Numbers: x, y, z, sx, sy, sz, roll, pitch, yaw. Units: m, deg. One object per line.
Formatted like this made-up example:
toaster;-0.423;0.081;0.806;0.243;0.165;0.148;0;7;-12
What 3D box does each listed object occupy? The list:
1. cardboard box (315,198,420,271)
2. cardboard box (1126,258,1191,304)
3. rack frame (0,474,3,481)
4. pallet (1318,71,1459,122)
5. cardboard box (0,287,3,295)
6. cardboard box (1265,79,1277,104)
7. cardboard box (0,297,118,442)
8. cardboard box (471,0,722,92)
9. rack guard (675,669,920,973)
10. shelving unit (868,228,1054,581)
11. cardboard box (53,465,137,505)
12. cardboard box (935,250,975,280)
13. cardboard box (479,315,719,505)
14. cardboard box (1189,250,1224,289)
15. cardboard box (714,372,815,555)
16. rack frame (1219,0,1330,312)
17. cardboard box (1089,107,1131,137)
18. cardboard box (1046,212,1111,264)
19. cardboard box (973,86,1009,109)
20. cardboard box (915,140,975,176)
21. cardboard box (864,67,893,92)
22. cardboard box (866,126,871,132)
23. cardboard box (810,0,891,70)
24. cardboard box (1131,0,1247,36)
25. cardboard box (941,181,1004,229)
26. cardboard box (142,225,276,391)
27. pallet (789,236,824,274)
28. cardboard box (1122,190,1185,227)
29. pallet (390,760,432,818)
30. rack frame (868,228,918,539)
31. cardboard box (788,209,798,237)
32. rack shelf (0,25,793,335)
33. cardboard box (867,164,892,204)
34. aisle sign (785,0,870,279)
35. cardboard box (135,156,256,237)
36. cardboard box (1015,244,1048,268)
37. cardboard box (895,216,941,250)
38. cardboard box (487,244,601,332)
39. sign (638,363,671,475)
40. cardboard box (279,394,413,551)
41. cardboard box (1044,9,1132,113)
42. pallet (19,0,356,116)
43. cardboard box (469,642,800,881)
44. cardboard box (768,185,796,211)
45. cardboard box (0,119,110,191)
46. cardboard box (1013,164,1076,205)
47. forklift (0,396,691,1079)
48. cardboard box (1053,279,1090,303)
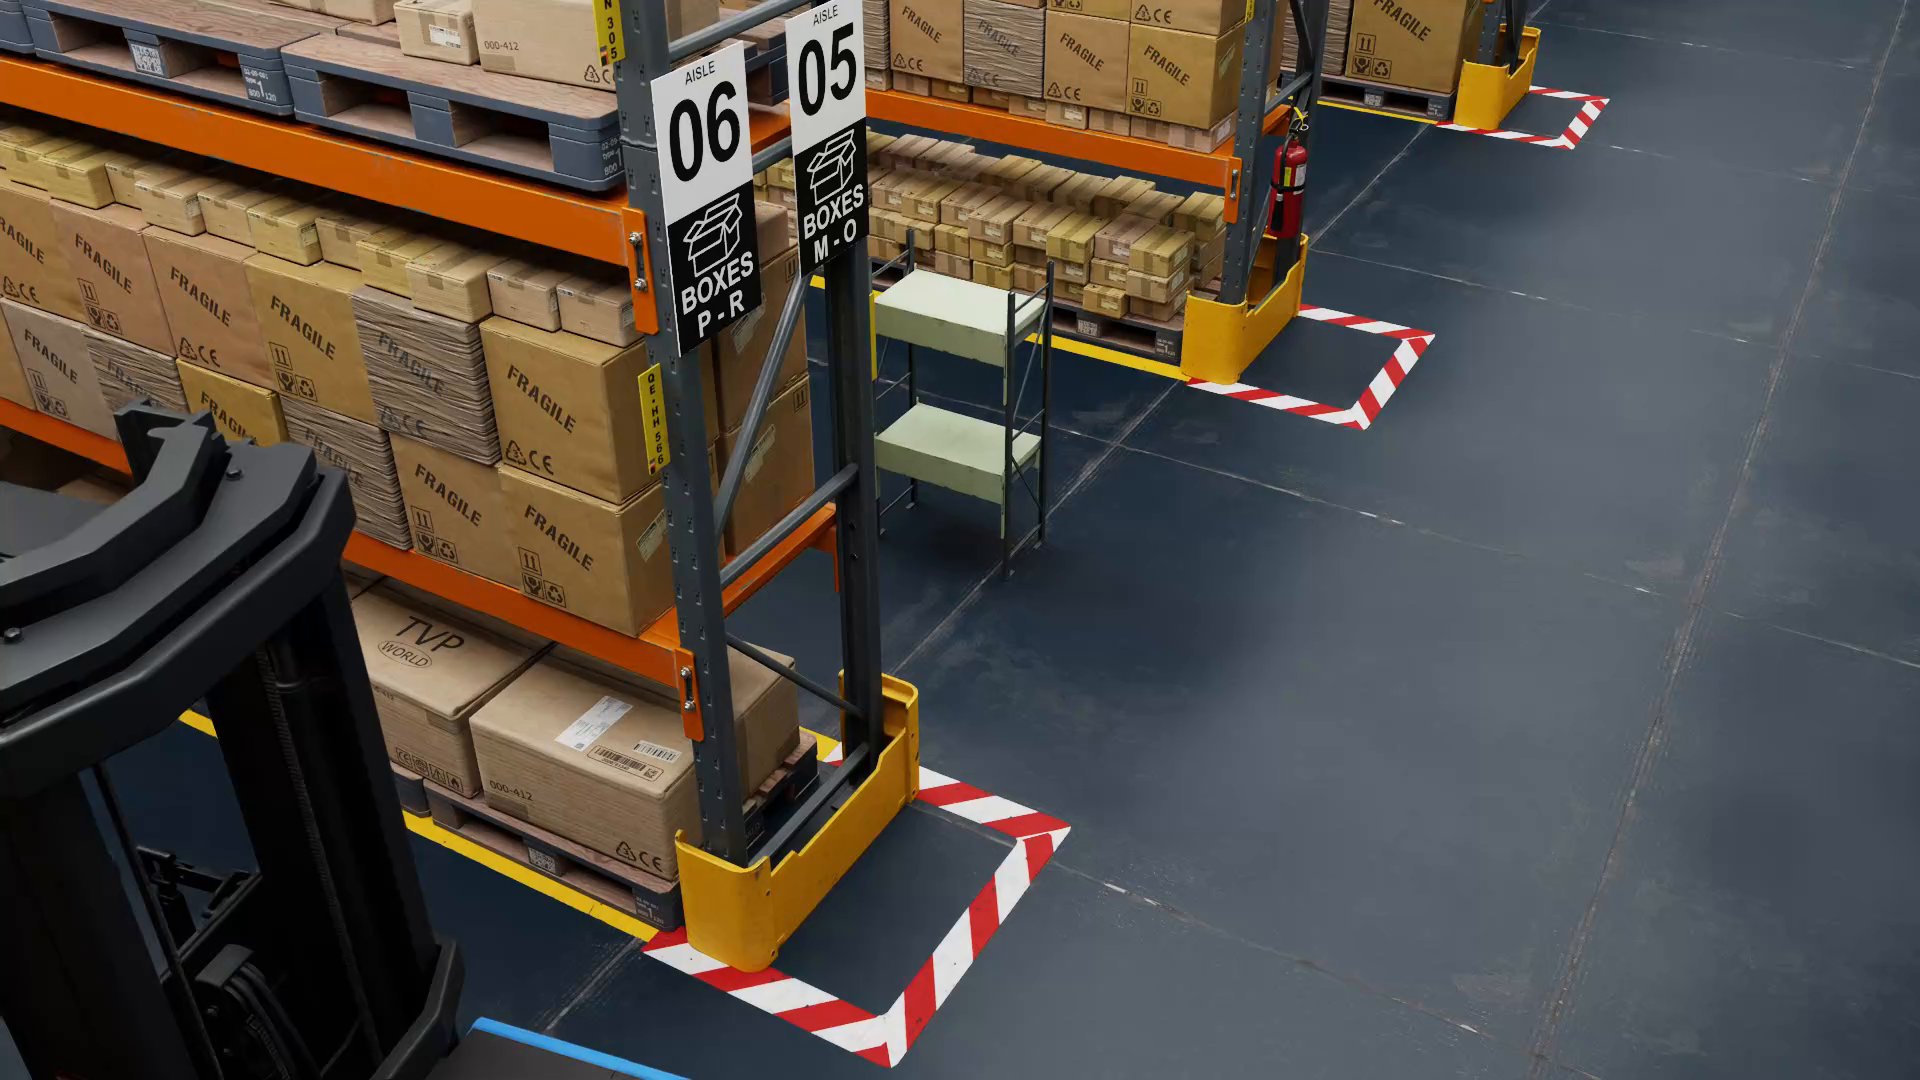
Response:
cardboard box;-1.899;-1.039;5.526;0.250;0.149;0.380;17;37;24
cardboard box;1.169;-1.555;9.803;0.250;0.149;0.380;17;37;23
rack frame;-4.072;-1.125;7.233;0.127;3.000;1.000;18;37;24
pallet;3.585;-3.815;13.789;1.213;0.211;1.003;18;37;24
cardboard box;-3.779;-1.335;6.557;0.500;0.500;0.500;18;38;25
cardboard box;1.650;-2.577;9.640;0.250;0.149;0.380;17;37;24
cardboard box;-3.360;-0.771;6.612;0.500;0.500;0.500;18;38;25
cardboard box;-1.035;-1.508;4.768;0.500;0.250;0.500;14;36;20
rack guard;-0.578;1.022;6.264;0.348;0.500;1.175;18;37;24
shelving unit;-0.006;-0.626;7.837;0.755;1.500;0.431;18;37;24
cardboard box;-3.580;-0.009;7.490;0.875;0.438;0.875;17;37;24
cardboard box;0.048;-1.790;10.425;0.250;0.149;0.380;18;38;25
cardboard box;-1.136;-0.501;5.303;0.500;0.500;0.500;19;38;26
cardboard box;1.473;-1.721;10.322;0.250;0.149;0.380;18;38;25
cardboard box;-0.874;-0.337;5.959;0.500;0.500;0.500;17;37;24
rack frame;1.769;-2.435;9.200;0.127;3.000;1.000;18;37;24
cardboard box;0.923;-2.432;9.423;0.250;0.149;0.380;17;37;24
cardboard box;0.706;-1.801;9.905;0.250;0.149;0.380;17;37;23
cardboard box;0.271;-2.681;9.796;0.250;0.149;0.380;16;37;22
cardboard box;-0.097;-2.475;10.917;0.250;0.149;0.380;16;37;23
cardboard box;-0.453;-2.856;10.059;0.250;0.149;0.380;19;38;26
cardboard box;-0.805;-2.682;11.228;0.250;0.149;0.380;17;37;24
cardboard box;-0.546;-3.154;9.922;0.500;0.500;0.500;17;37;23
cardboard box;1.248;-3.023;8.822;0.500;0.500;0.500;17;37;23
cardboard box;0.078;-2.076;10.317;0.250;0.149;0.380;16;37;23
cardboard box;-2.468;-0.907;5.914;0.500;0.500;0.500;17;37;24
pallet;-1.103;-2.207;11.373;1.213;0.211;1.003;18;37;24
cardboard box;1.184;-1.996;10.198;0.250;0.149;0.380;18;38;25
pallet;-2.387;0.617;7.132;1.213;0.211;1.003;18;37;24
rack frame;-0.324;-0.727;7.988;0.023;1.500;0.400;18;37;24
cardboard box;-1.074;-2.152;10.968;0.250;0.149;0.380;17;37;24
rack shelf;-2.336;-1.524;5.775;4.000;0.370;1.077;18;37;24
cardboard box;-0.636;-2.256;10.588;0.250;0.149;0.380;18;38;25
aisle sign;-0.393;-1.227;5.040;0.004;0.787;0.394;18;37;24
cardboard box;-2.614;-1.213;5.788;0.250;0.149;0.380;18;38;25
cardboard box;0.535;-1.820;10.202;0.250;0.149;0.380;17;37;24
cardboard box;-0.205;-1.975;10.434;0.250;0.149;0.380;18;38;25
cardboard box;-1.243;-0.813;5.188;0.250;0.149;0.380;18;38;25
sign;-0.881;-0.348;4.808;0.005;0.325;0.100;18;37;24
cardboard box;-2.029;-0.354;5.985;0.500;0.500;0.500;19;38;26
cardboard box;0.807;-2.744;9.306;0.500;0.500;0.500;17;37;24
pallet;-2.312;-1.771;5.576;1.213;0.211;1.003;18;37;24
cardboard box;-1.222;0.733;6.375;0.875;0.438;0.875;16;37;23
cardboard box;-1.054;-2.317;10.948;0.250;0.149;0.380;17;37;24
cardboard box;-3.268;-1.430;6.114;0.250;0.149;0.380;17;37;24
cardboard box;0.536;-2.236;10.558;0.250;0.149;0.380;19;38;26
forklift;-2.111;1.063;4.009;3.031;2.935;1.130;11;35;16
cardboard box;0.748;-1.603;10.145;0.250;0.149;0.380;17;37;24
